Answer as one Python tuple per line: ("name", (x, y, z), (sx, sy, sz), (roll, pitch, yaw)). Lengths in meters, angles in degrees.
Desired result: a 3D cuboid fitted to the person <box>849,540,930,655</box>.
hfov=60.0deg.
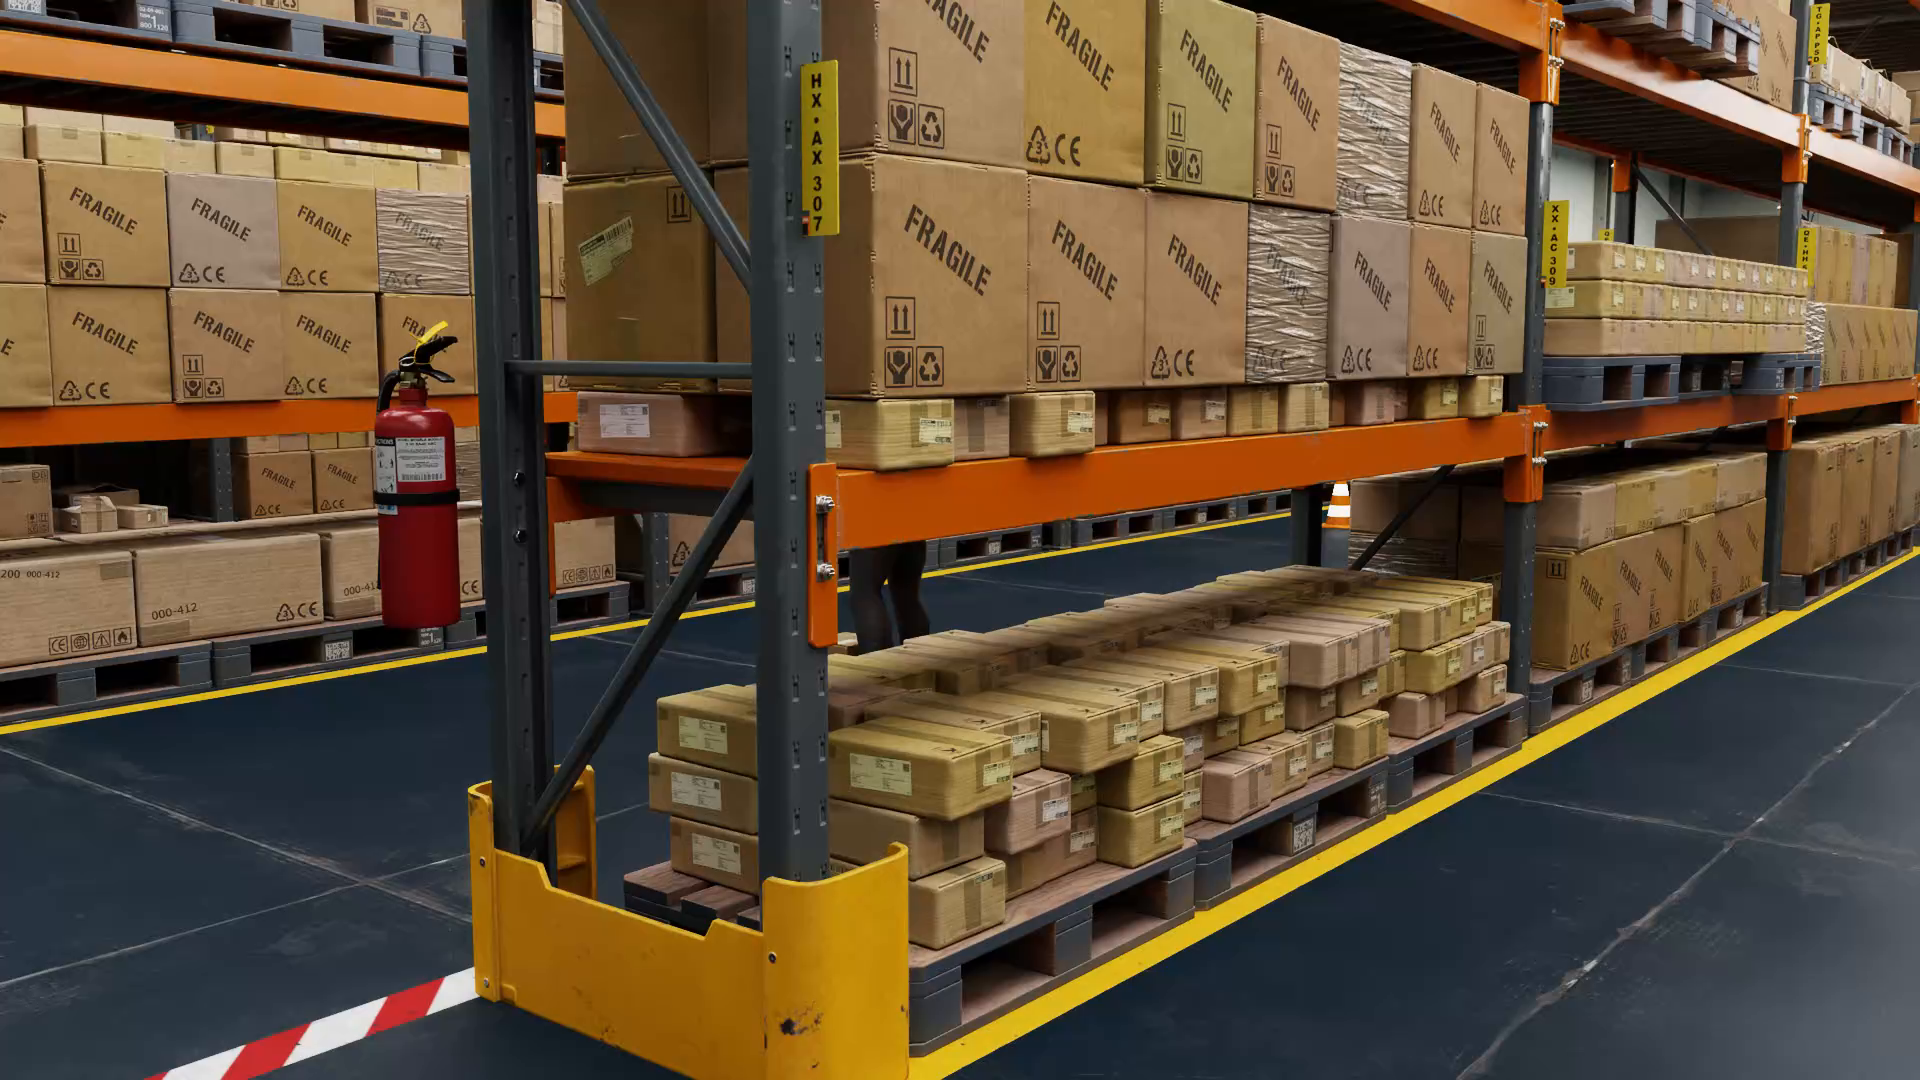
("person", (-0.321, -0.116, 7.233), (0.352, 1.654, 0.512), (5, 9, 38))
